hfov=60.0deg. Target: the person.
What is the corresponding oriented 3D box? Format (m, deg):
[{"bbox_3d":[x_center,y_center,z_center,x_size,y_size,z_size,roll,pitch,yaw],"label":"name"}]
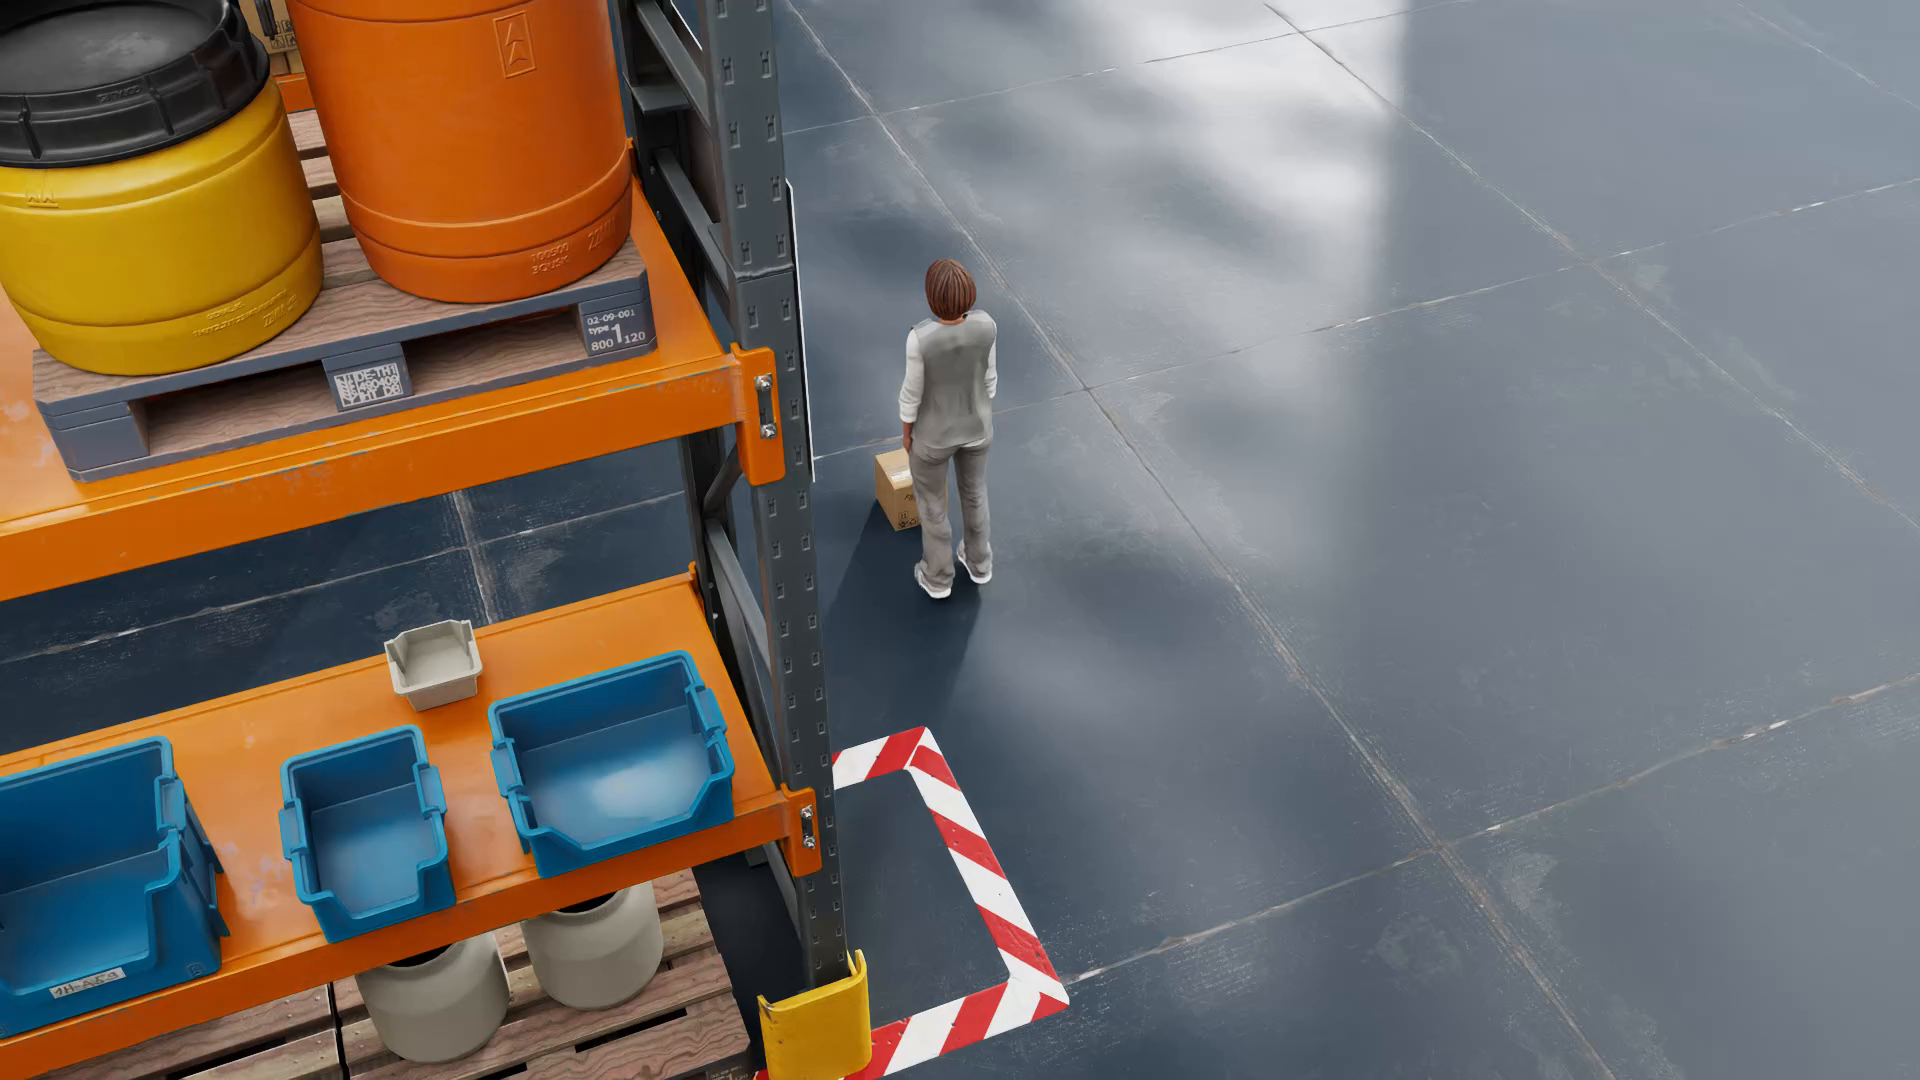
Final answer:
[{"bbox_3d":[-0.048,-0.425,6.653,0.405,1.620,0.316,-15,44,-15],"label":"person"}]
